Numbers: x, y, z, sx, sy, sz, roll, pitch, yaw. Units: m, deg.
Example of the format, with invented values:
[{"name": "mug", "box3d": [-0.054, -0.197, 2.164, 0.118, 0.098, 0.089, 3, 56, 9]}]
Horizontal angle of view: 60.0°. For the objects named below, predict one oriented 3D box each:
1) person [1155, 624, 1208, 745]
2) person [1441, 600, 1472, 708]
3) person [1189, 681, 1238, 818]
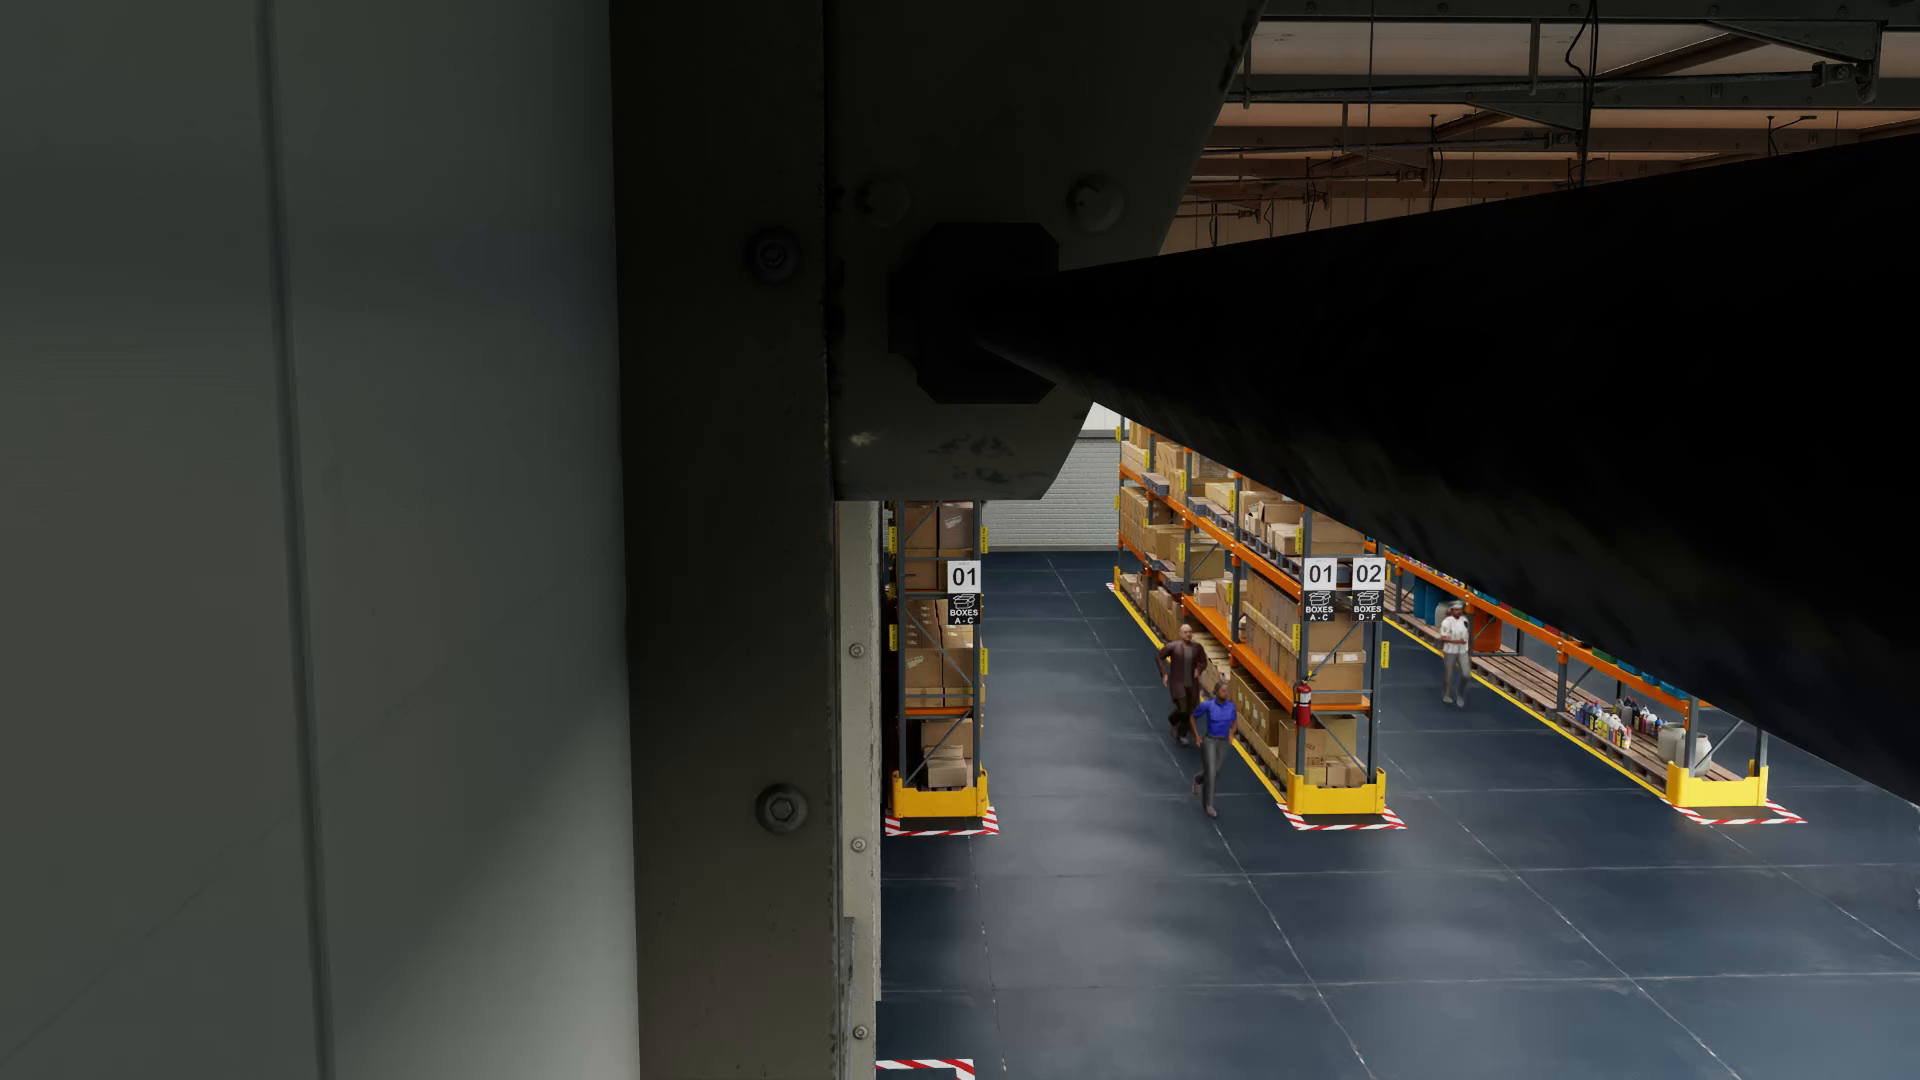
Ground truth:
[{"name": "person", "box3d": [3.202, 2.070, 23.699, 0.714, 1.736, 0.616, -2, 8, -14]}, {"name": "person", "box3d": [7.757, 1.773, 25.949, 0.544, 1.705, 0.688, -1, 8, -4]}, {"name": "person", "box3d": [3.182, 2.559, 20.777, 0.616, 1.632, 0.817, -2, 9, -15]}]
